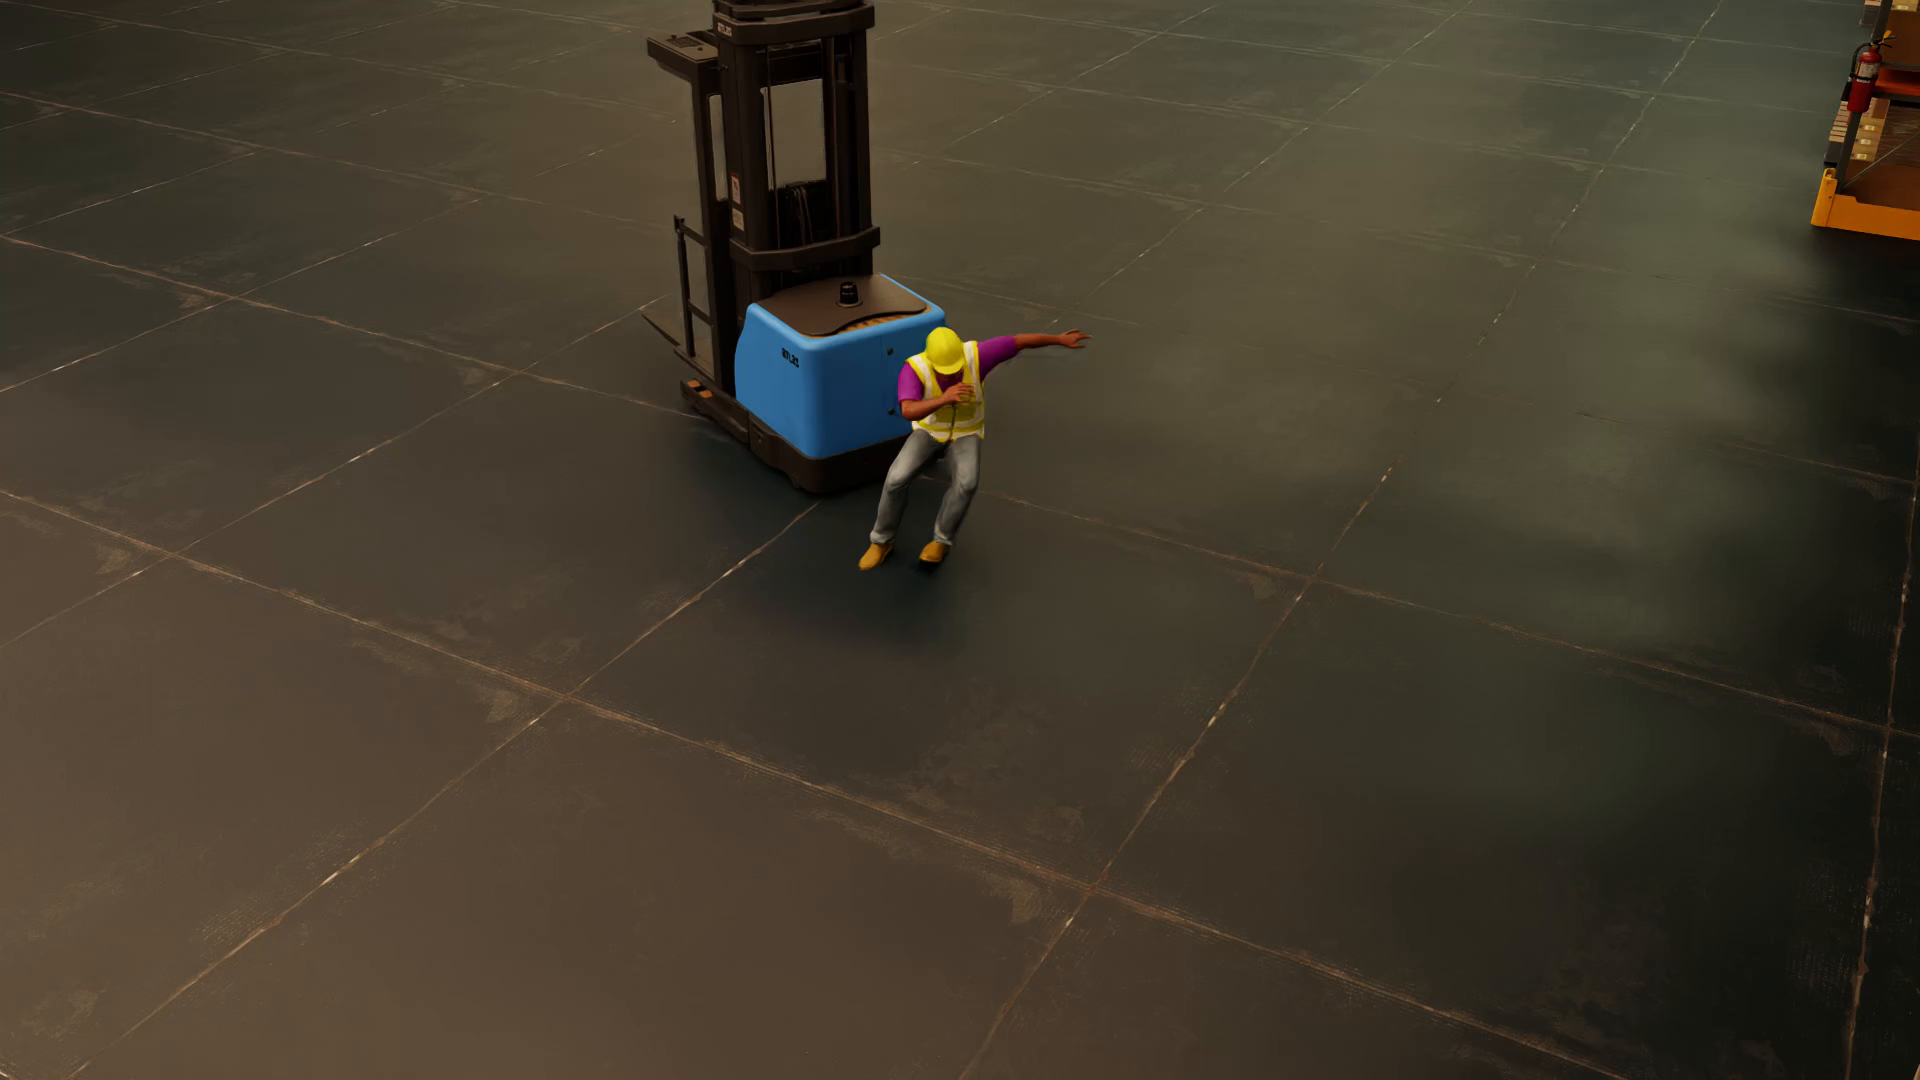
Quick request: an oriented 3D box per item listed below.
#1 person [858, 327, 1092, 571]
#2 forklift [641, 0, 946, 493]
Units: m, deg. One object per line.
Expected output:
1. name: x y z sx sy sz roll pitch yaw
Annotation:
1. person: 0.090 -0.600 9.649 1.429 1.432 0.727 -3 30 -5
2. forklift: -1.298 -2.255 10.977 1.130 2.935 3.031 -18 35 -28
